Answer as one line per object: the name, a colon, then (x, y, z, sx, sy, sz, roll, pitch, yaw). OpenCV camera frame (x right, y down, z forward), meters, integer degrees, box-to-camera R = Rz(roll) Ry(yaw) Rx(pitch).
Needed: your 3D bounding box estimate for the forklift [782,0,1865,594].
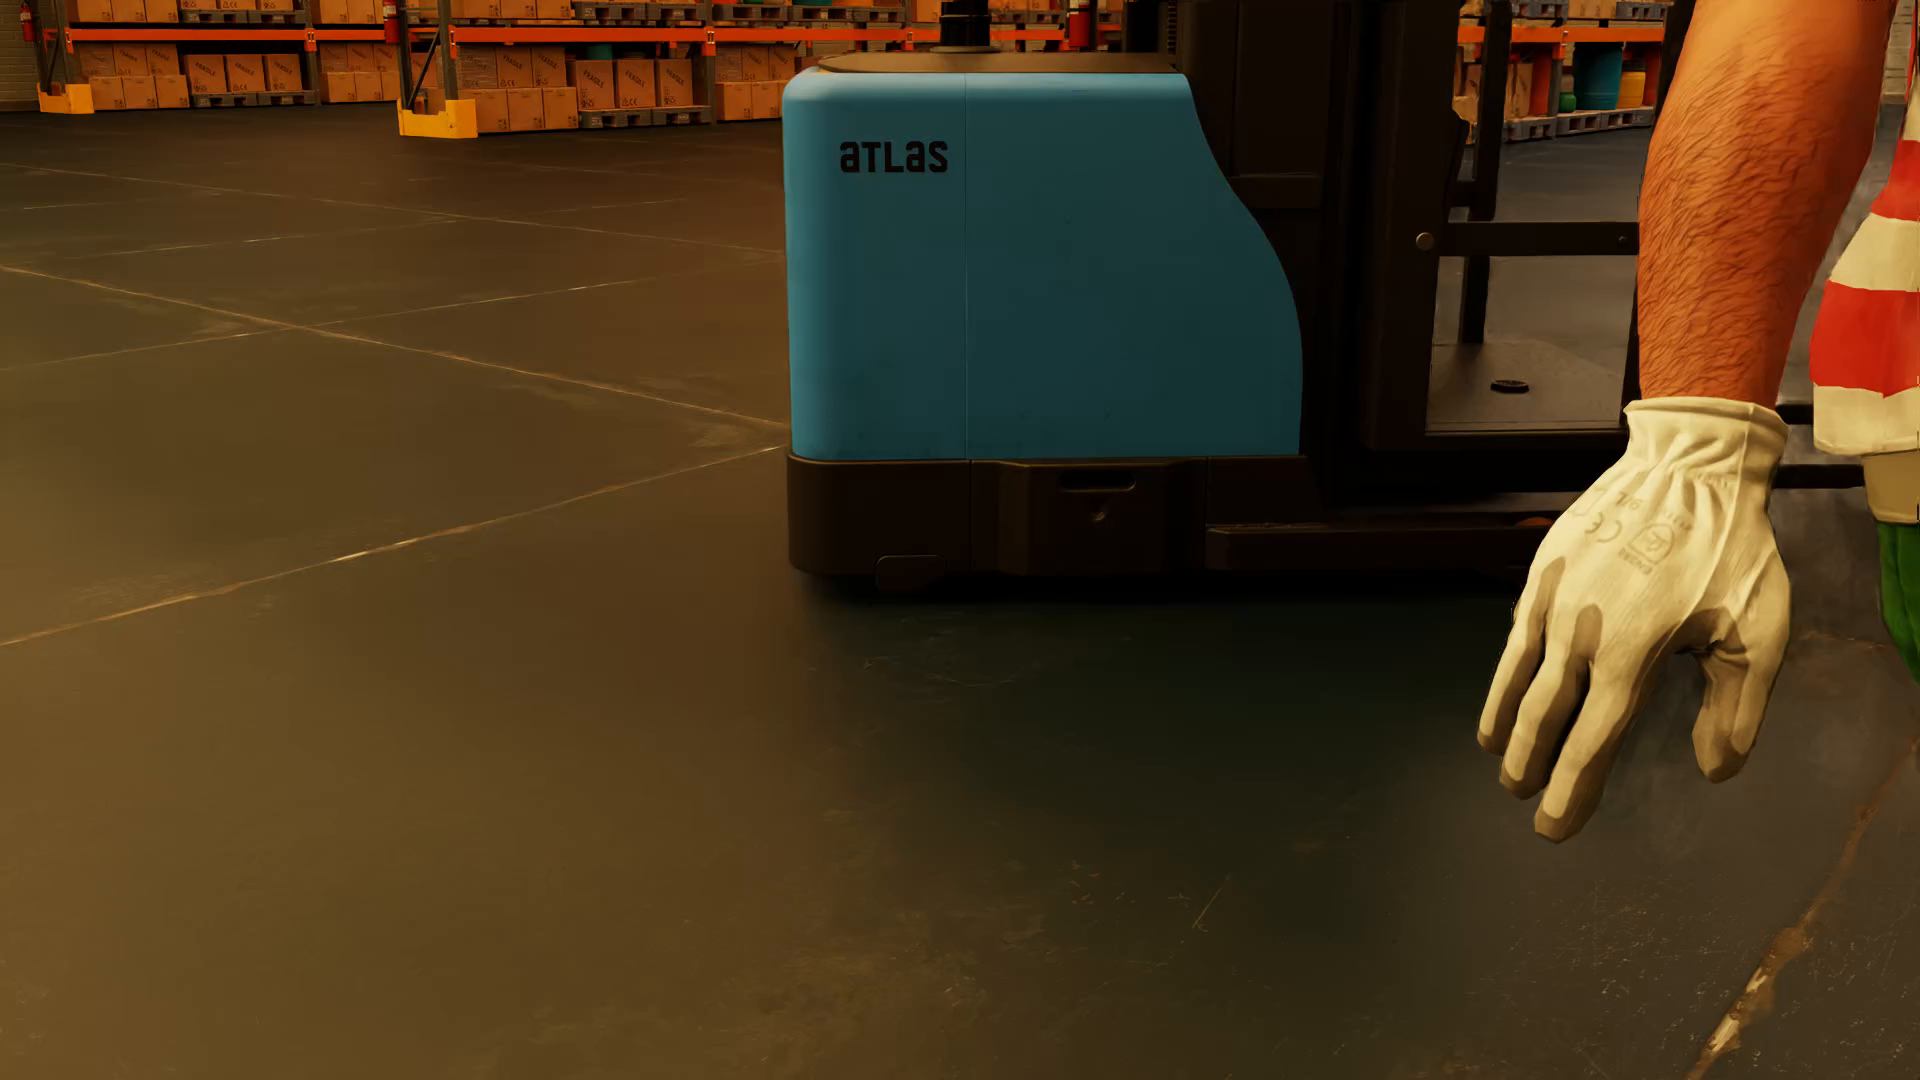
forklift: (1.125, -1.436, 3.627, 3.031, 2.935, 1.130, -1, 17, -3)
